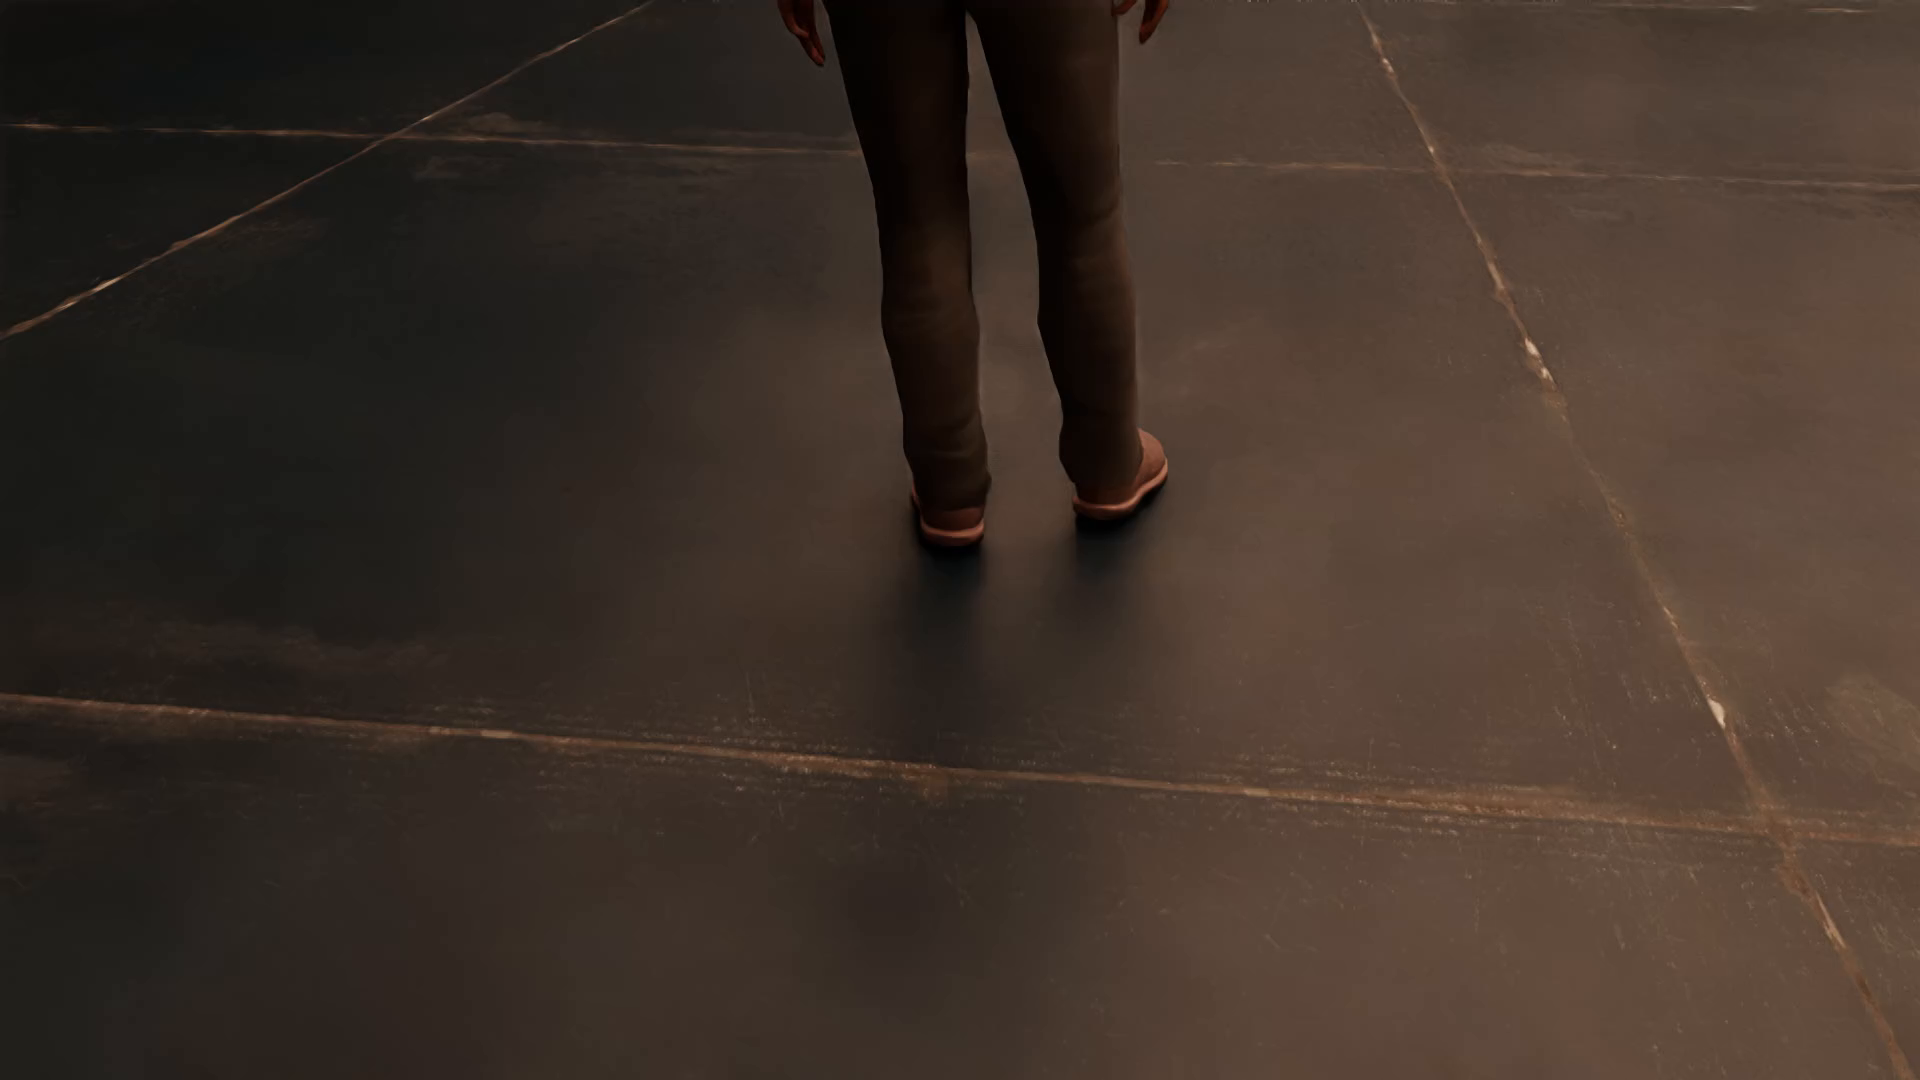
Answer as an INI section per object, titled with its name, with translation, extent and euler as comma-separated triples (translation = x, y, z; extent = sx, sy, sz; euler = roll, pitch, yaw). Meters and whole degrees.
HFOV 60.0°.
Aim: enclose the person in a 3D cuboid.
[person]
translation = 0.031, -0.779, 2.206
extent = 0.570, 1.642, 0.503
euler = 3, 27, 7
